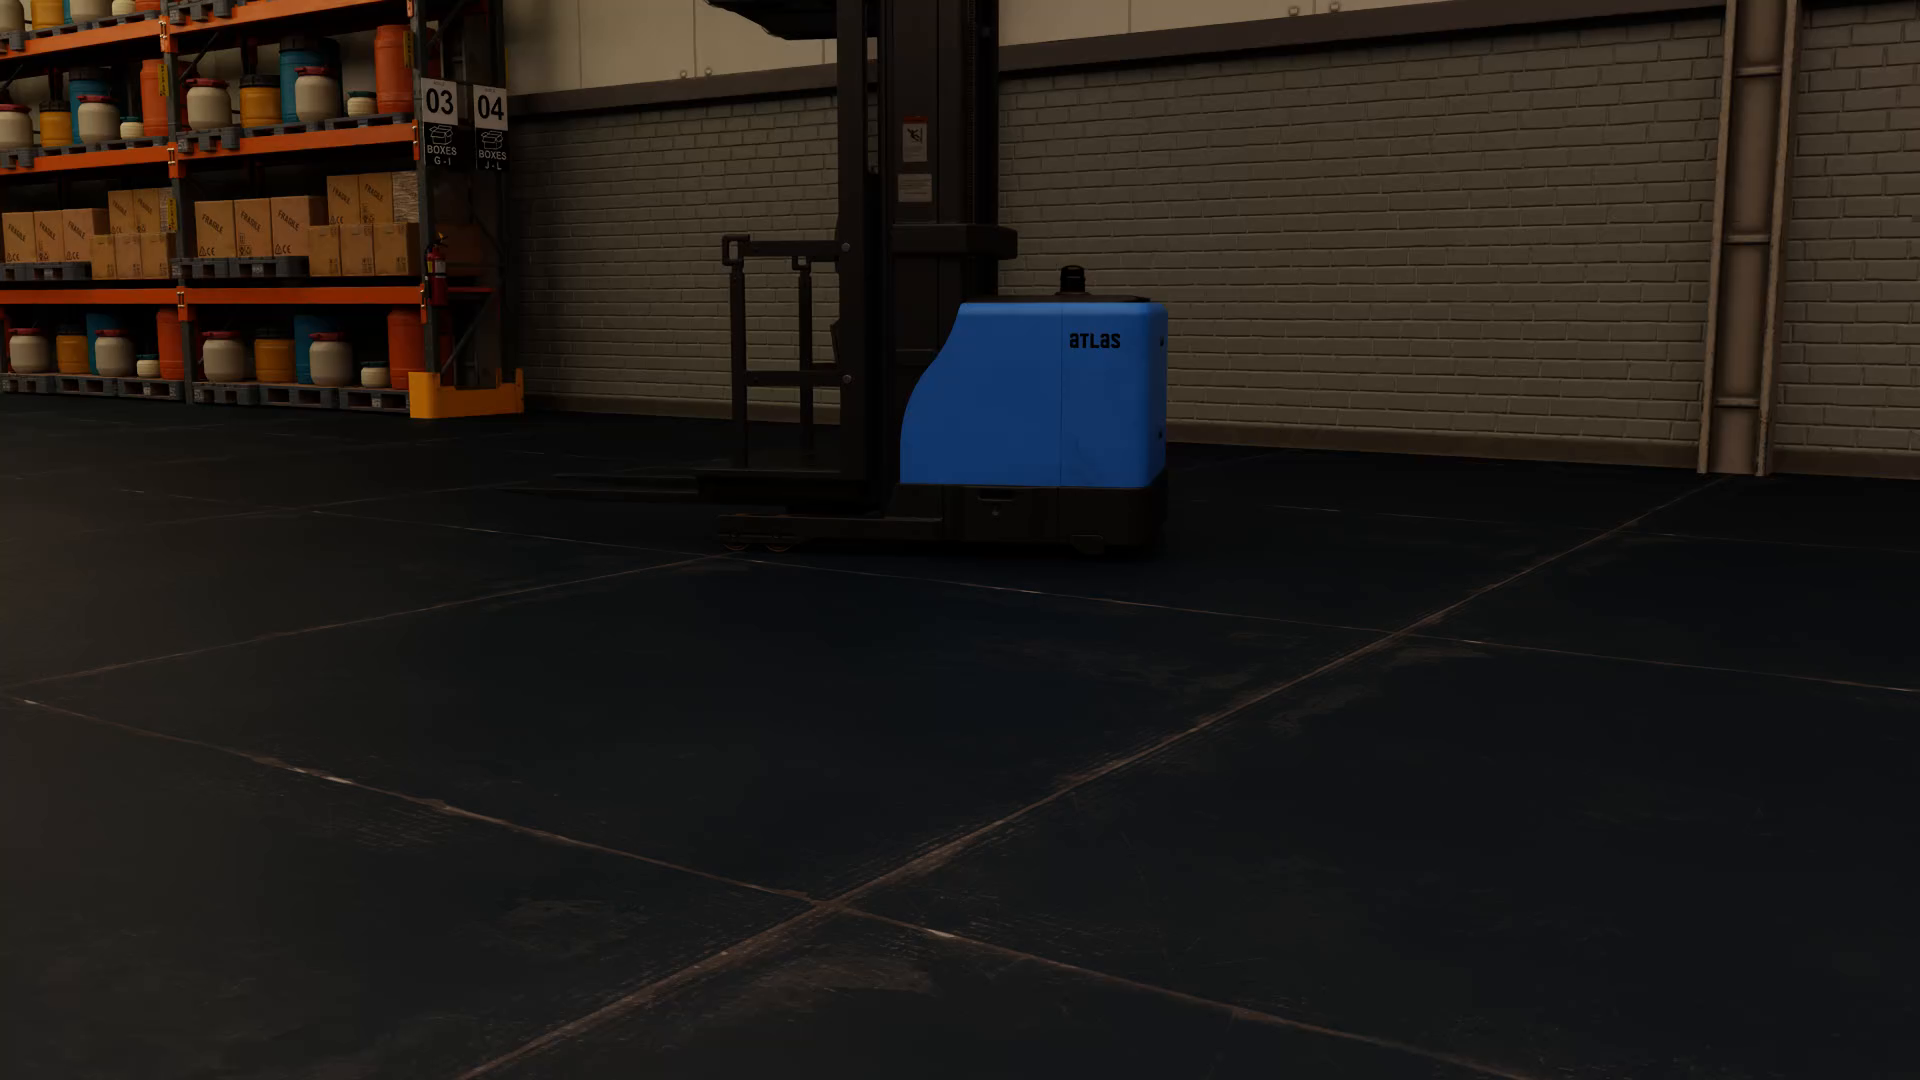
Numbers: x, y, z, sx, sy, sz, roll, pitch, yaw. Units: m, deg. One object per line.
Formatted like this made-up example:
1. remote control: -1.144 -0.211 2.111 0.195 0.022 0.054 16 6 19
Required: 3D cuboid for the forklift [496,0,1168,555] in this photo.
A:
1. forklift: -0.596 -1.469 7.520 3.031 2.935 1.130 2 8 12
